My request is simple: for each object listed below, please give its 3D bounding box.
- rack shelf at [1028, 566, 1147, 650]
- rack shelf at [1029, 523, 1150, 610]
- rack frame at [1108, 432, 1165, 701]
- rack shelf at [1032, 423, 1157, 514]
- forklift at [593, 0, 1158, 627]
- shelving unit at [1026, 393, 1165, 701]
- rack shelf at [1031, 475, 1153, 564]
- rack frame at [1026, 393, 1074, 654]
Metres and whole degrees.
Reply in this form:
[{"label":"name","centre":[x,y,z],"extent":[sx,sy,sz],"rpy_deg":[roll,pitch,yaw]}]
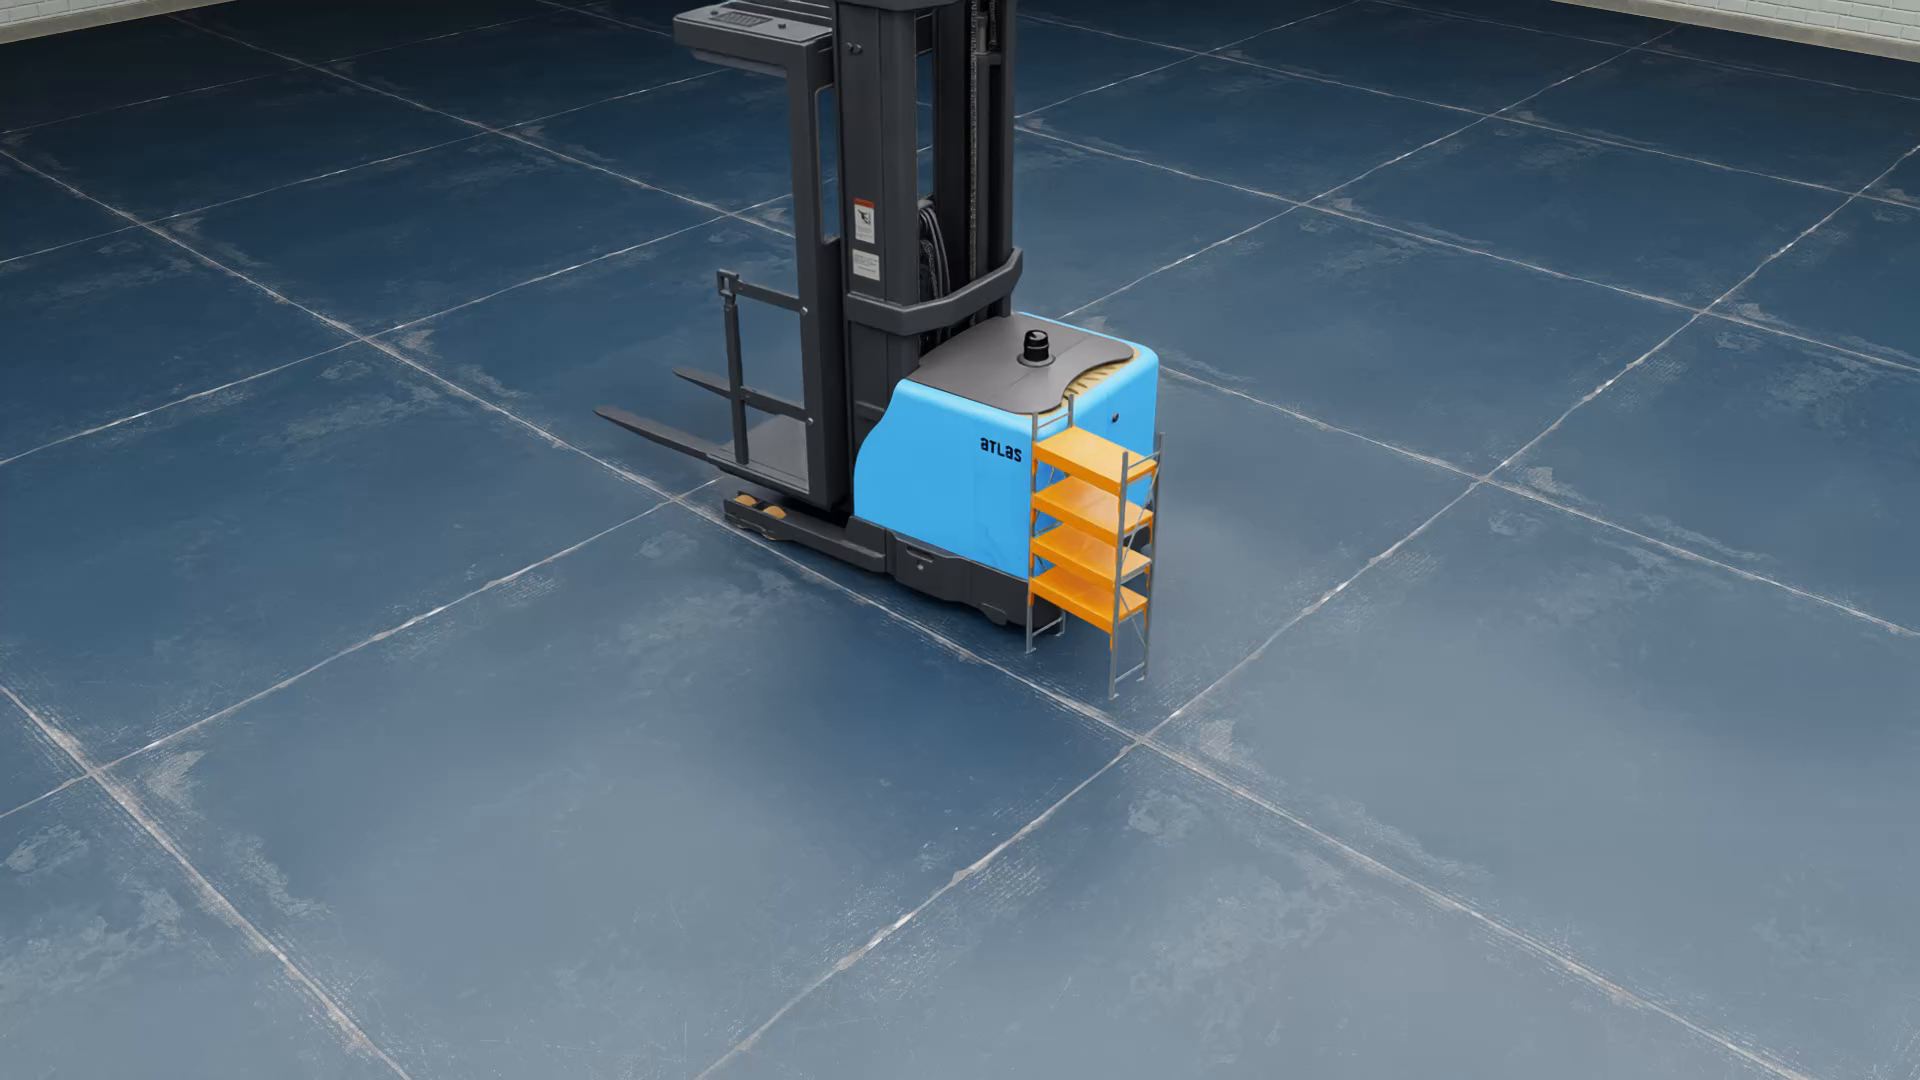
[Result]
[{"label":"rack shelf","centre":[0.556,0.266,7.161],"extent":[0.258,0.148,0.480],"rpy_deg":[-27,40,-37]},{"label":"rack shelf","centre":[0.556,0.096,7.058],"extent":[0.258,0.148,0.480],"rpy_deg":[-27,40,-37]},{"label":"rack frame","centre":[0.726,0.128,6.874],"extent":[0.240,1.200,0.015],"rpy_deg":[-27,40,-37]},{"label":"rack shelf","centre":[0.556,-0.299,6.821],"extent":[0.258,0.148,0.480],"rpy_deg":[-27,40,-37]},{"label":"forklift","centre":[-0.567,-1.455,7.825],"extent":[3.031,2.935,1.130],"rpy_deg":[20,37,30]},{"label":"shelving unit","centre":[0.556,0.038,7.023],"extent":[0.258,1.200,0.503],"rpy_deg":[-27,40,-37]},{"label":"rack shelf","centre":[0.556,-0.096,6.943],"extent":[0.258,0.148,0.480],"rpy_deg":[-27,40,-37]},{"label":"rack frame","centre":[0.386,-0.052,7.173],"extent":[0.240,1.200,0.015],"rpy_deg":[-27,40,-37]}]
